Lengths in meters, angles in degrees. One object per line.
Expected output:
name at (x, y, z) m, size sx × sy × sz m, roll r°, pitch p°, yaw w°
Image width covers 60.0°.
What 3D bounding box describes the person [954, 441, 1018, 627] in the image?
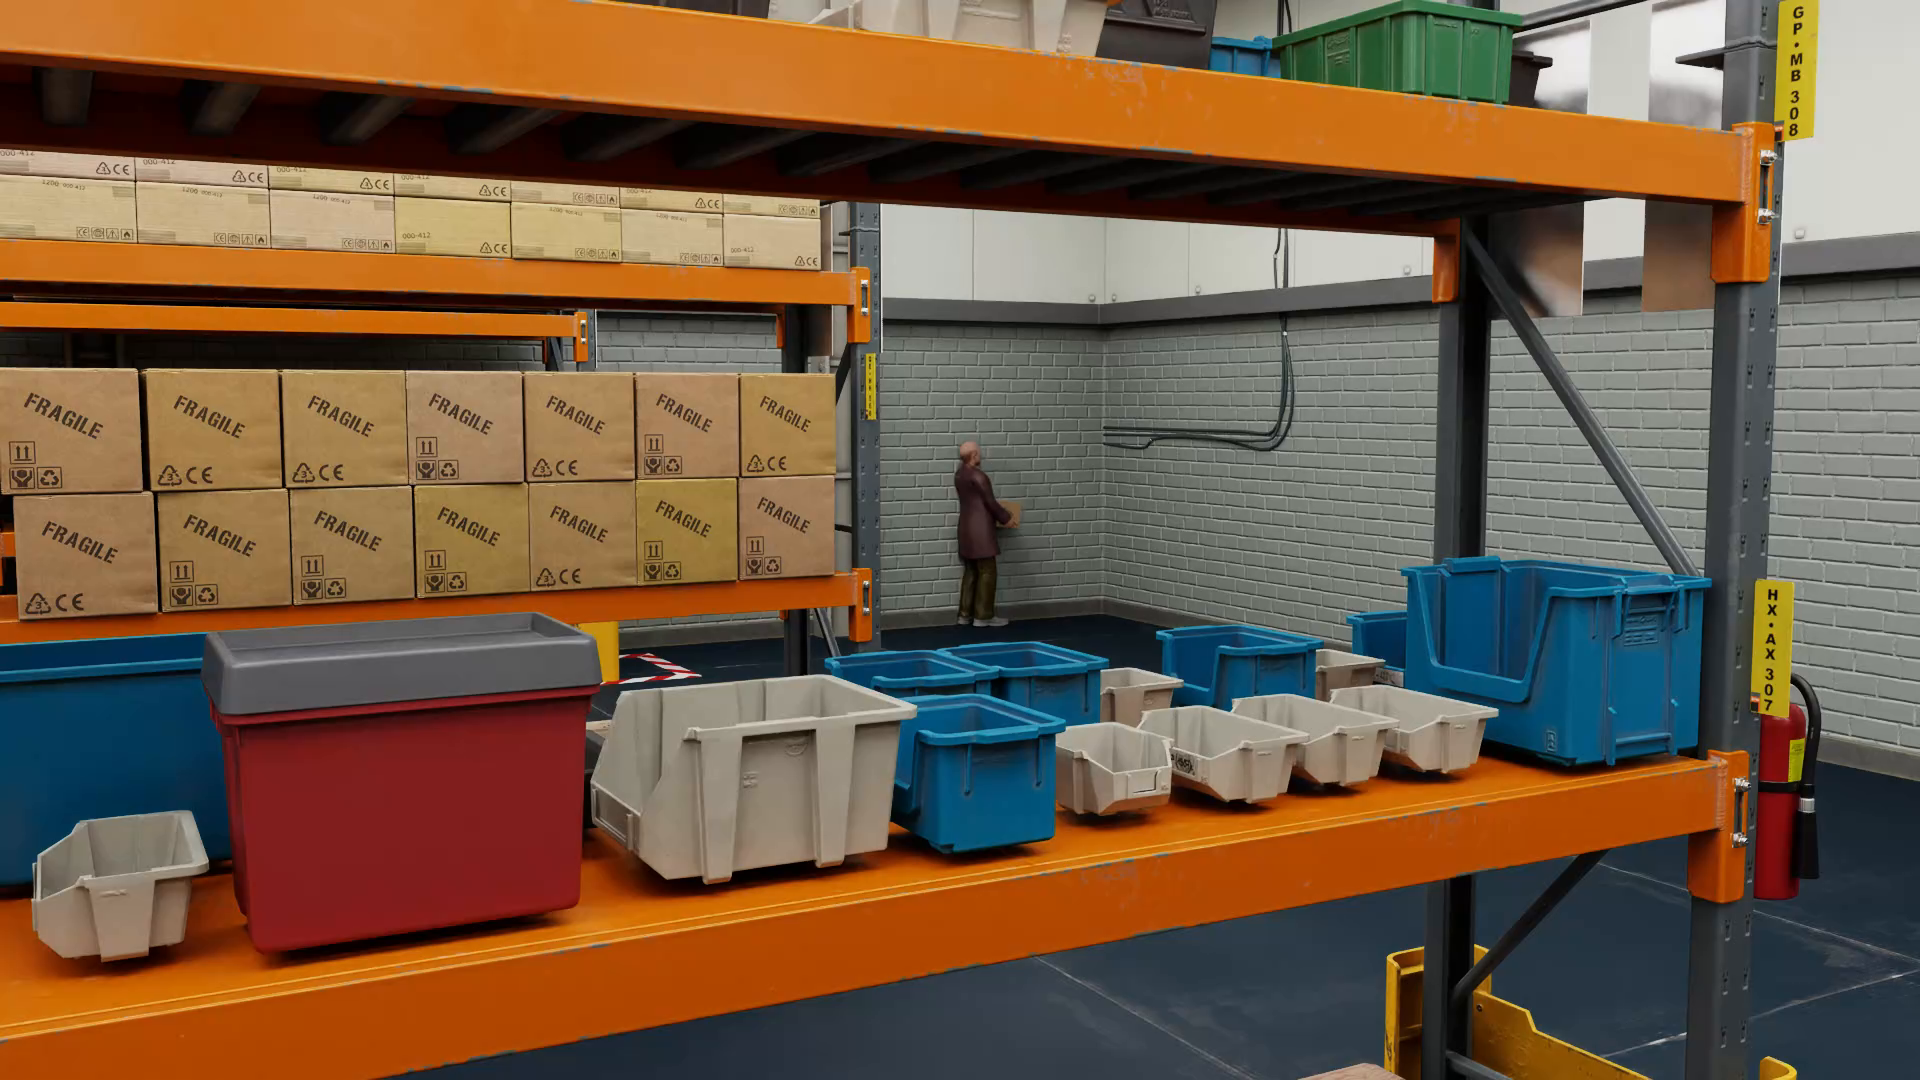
person at (0.247, -0.042, 15.971) m, size 0.552 × 1.727 × 0.529 m, roll -3°, pitch 6°, yaw -28°
